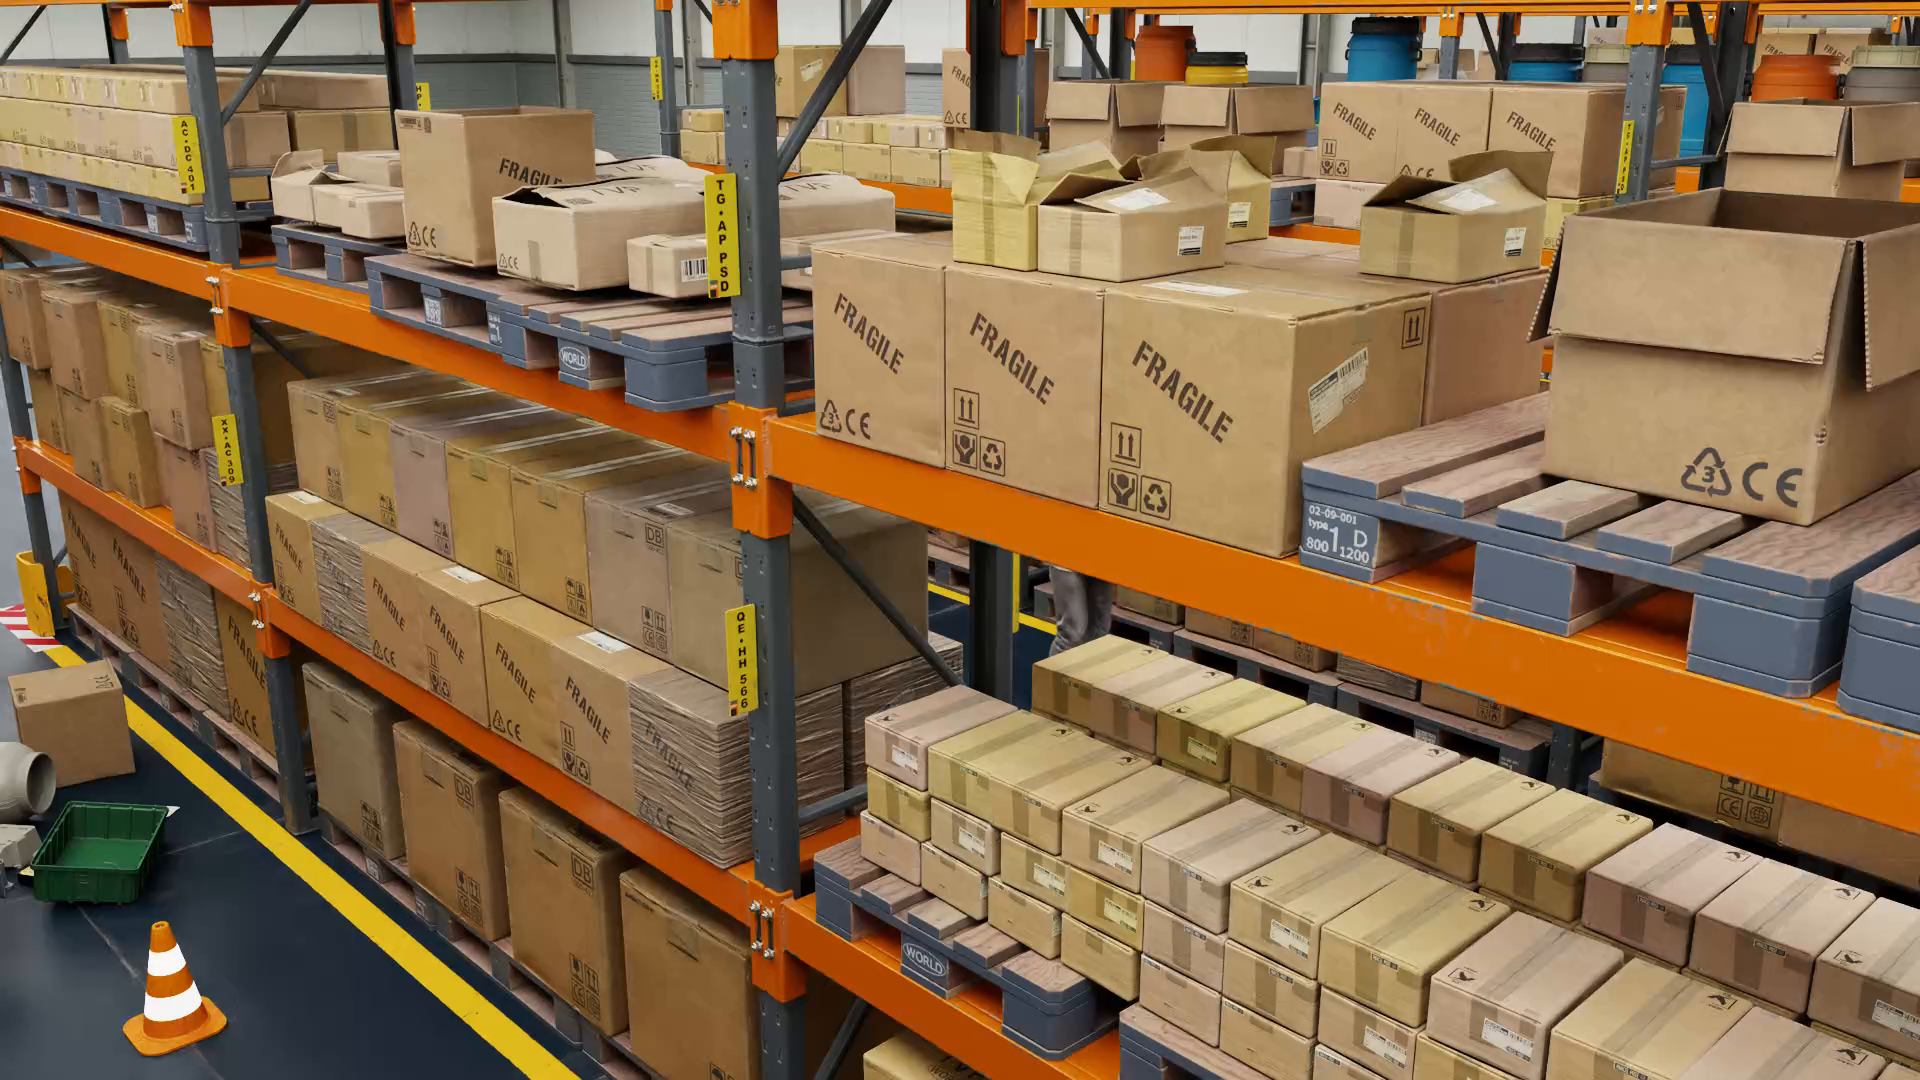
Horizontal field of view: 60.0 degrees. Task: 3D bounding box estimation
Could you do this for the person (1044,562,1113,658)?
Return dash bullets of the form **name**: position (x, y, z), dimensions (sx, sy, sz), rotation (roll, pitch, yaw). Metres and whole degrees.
- **person**: position (0.762, 0.156, 9.514), dimensions (0.576, 1.760, 0.503), rotation (16, 23, 42)
